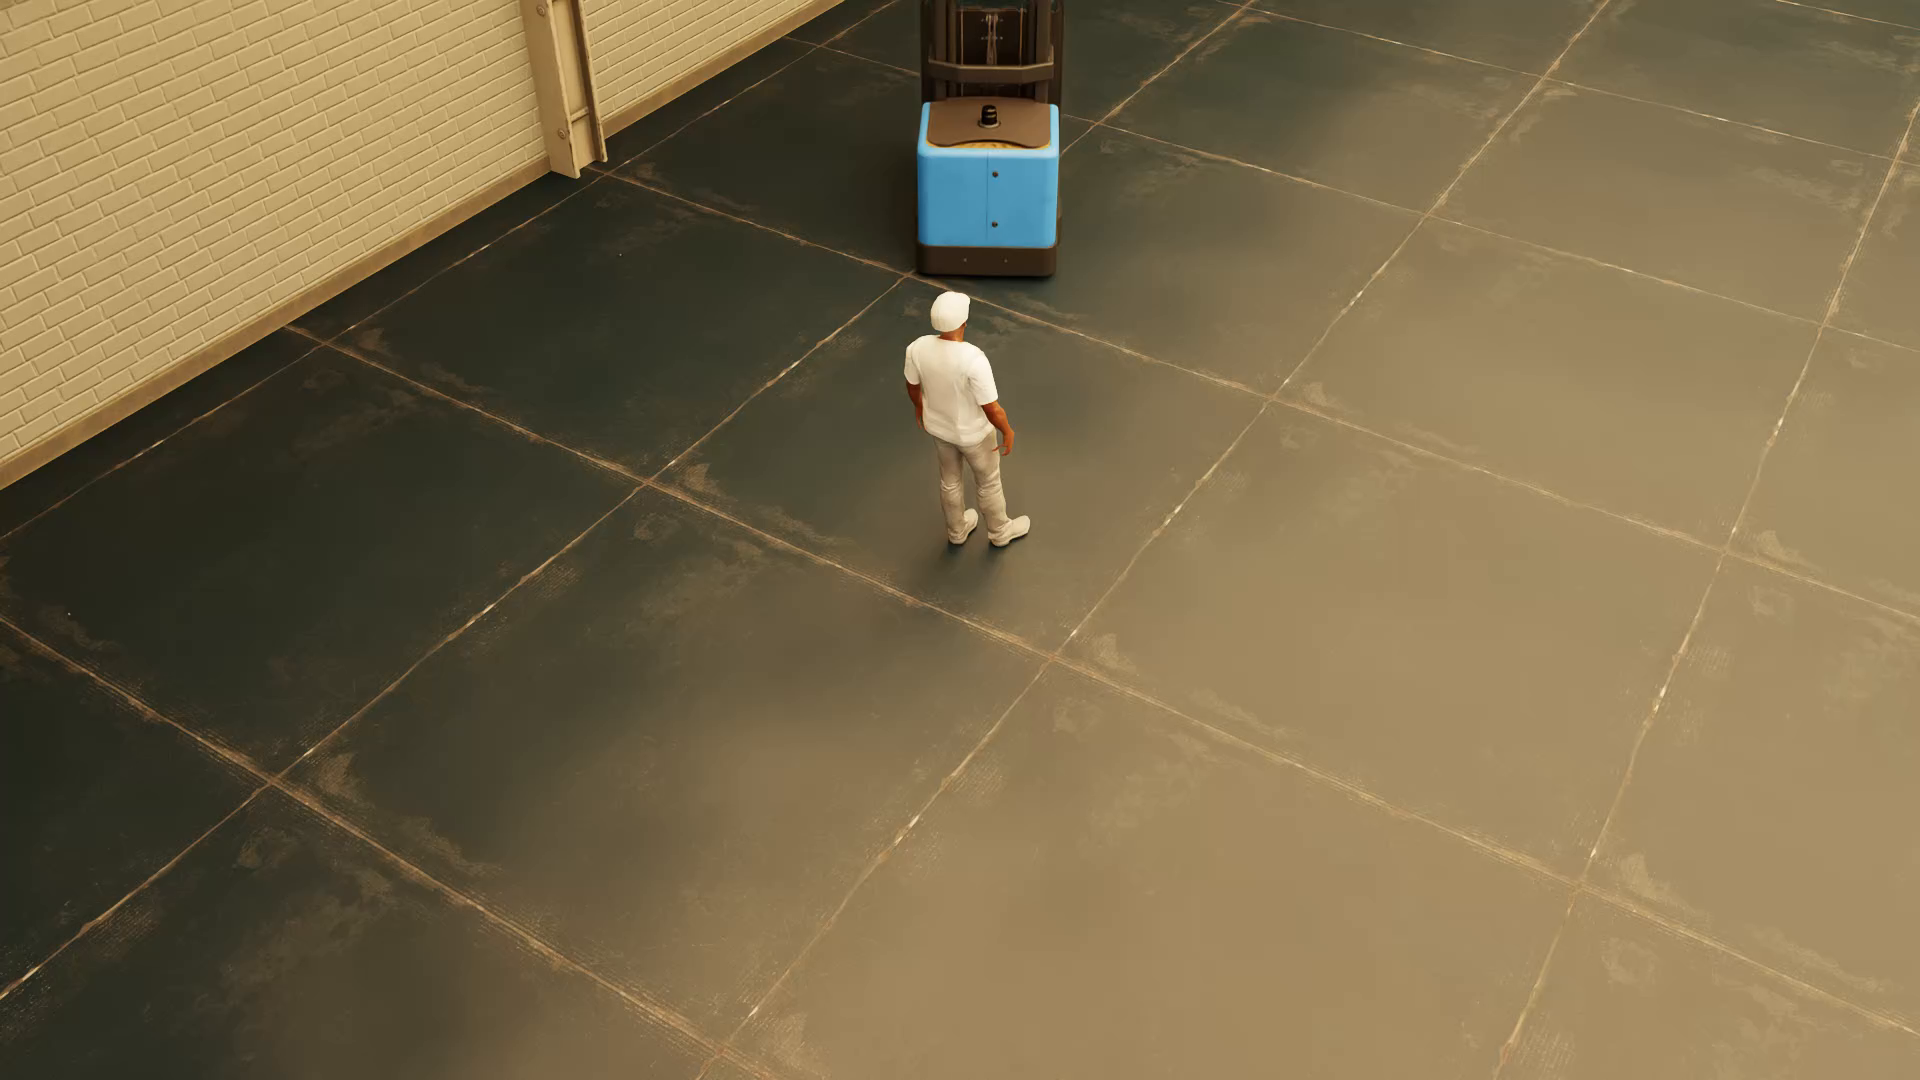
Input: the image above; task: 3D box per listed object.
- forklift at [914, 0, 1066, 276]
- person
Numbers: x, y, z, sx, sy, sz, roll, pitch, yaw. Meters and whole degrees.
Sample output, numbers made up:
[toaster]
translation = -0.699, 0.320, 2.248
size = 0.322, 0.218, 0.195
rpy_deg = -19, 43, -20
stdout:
[forklift]
translation = 0.254, -4.027, 12.719
size = 1.130, 2.935, 3.031
rpy_deg = 1, 40, 2
[person]
translation = 0.042, -0.716, 9.702
size = 0.666, 1.768, 0.575
rpy_deg = 22, 45, 24
